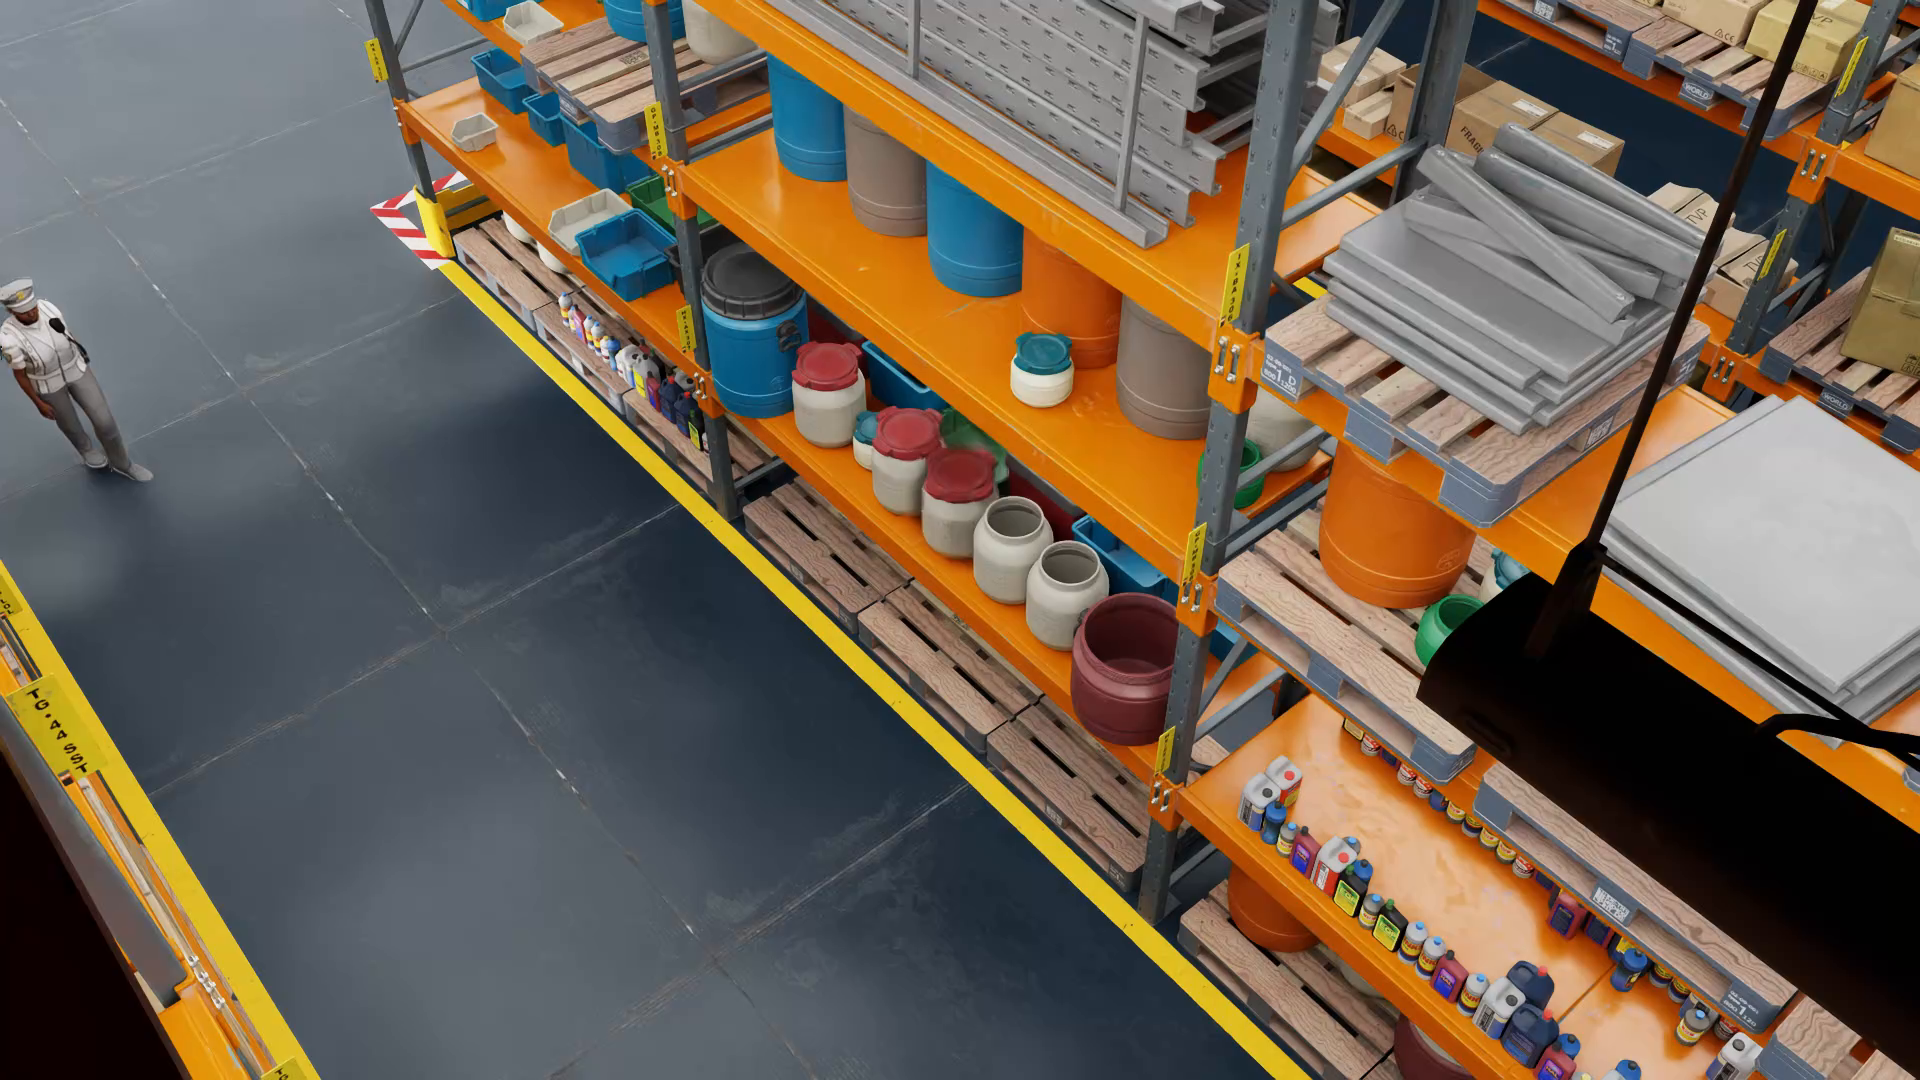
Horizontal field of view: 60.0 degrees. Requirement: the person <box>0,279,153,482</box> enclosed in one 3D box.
[{"bbox_3d":[-5.879,-1.028,10.846,0.462,1.722,0.597,-36,56,-29],"label":"person"}]
